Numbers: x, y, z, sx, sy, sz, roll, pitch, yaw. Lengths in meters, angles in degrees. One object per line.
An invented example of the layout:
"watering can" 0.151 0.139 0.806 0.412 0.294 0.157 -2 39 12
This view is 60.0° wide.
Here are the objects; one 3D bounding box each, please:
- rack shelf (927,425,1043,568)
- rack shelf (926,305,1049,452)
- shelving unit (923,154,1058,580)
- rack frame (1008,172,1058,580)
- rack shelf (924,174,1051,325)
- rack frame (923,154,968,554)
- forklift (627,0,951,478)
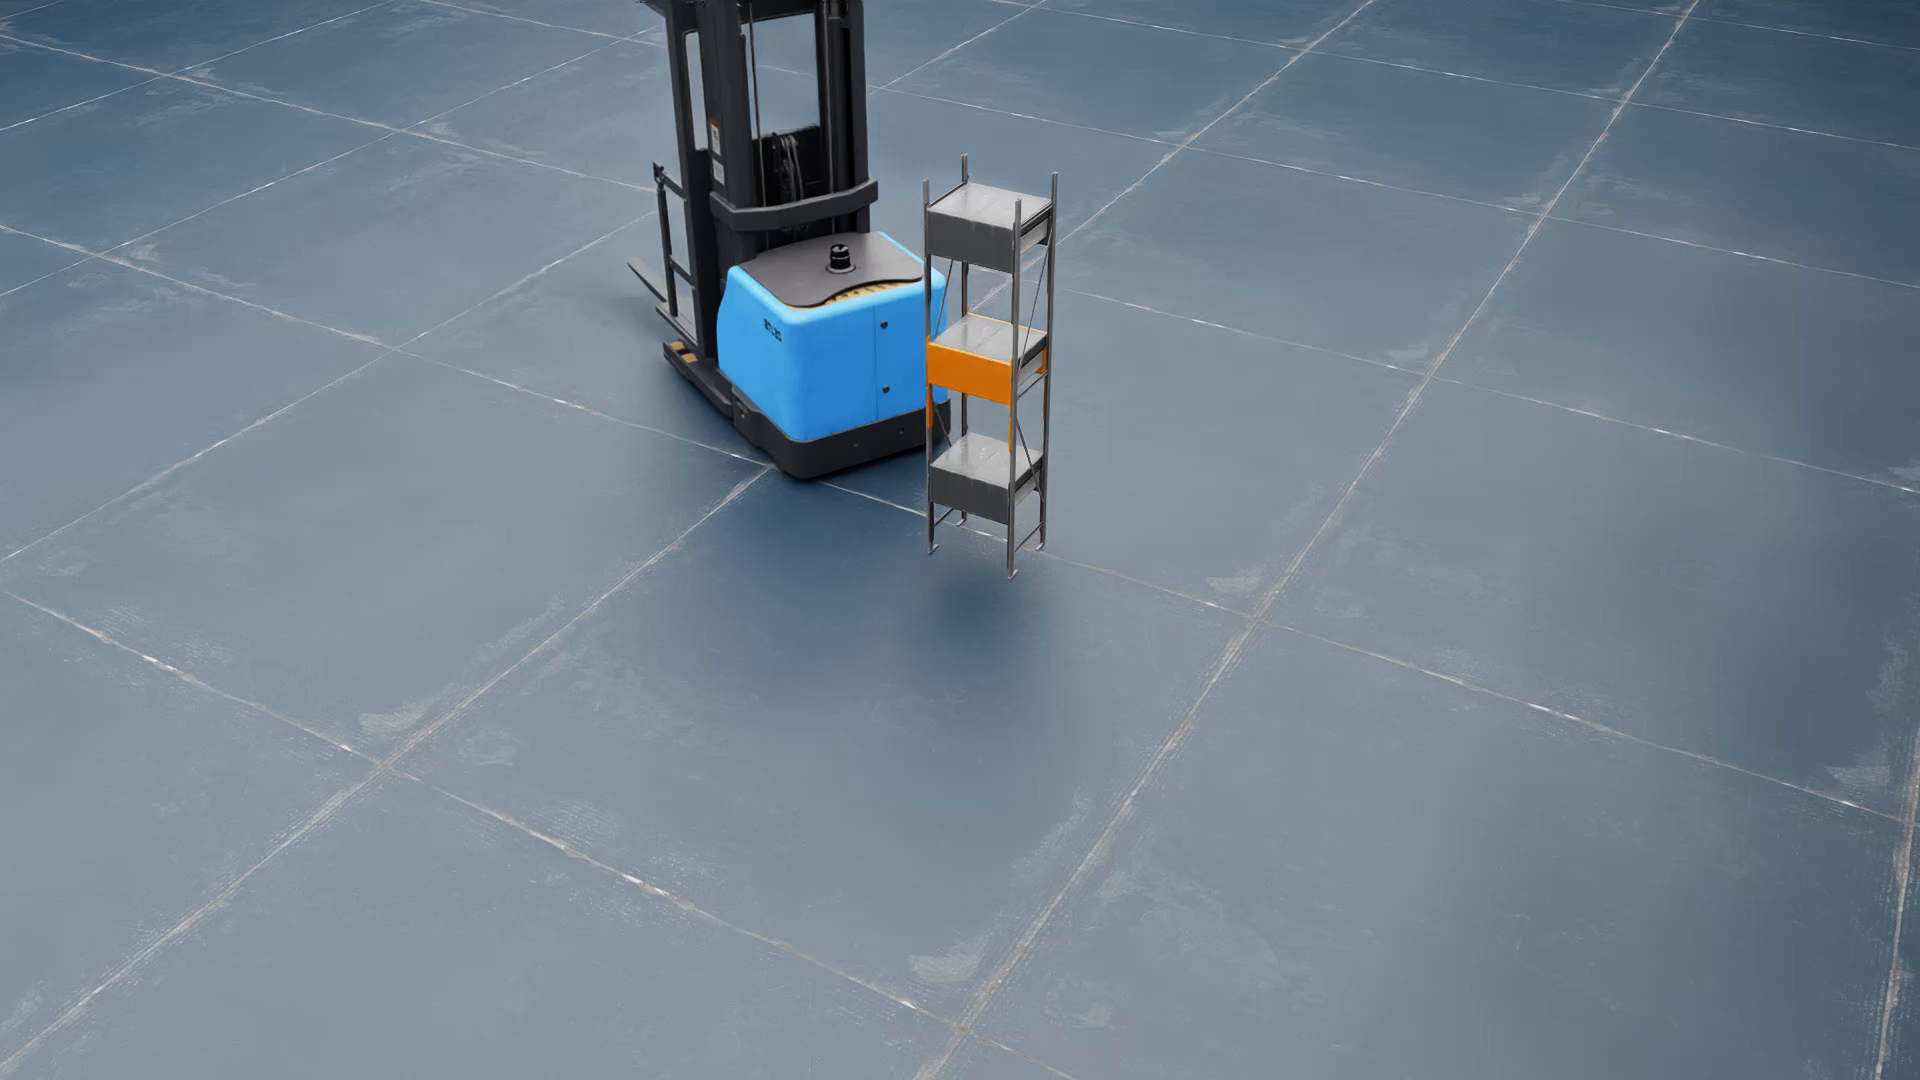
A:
"rack shelf" 0.144 -0.234 8.766 0.480 0.518 0.431 18 37 24
"rack shelf" 0.144 -0.817 8.378 0.480 0.518 0.431 18 37 24
"shelving unit" 0.144 -0.828 8.371 0.503 2.100 0.431 18 37 24
"rack frame" 0.356 -0.761 8.270 0.015 2.100 0.400 18 37 24
"rack shelf" 0.144 -1.400 7.990 0.480 0.518 0.431 18 37 24
"rack frame" -0.068 -0.896 8.471 0.015 2.100 0.400 18 37 24
"forklift" -1.245 -2.355 9.914 1.130 2.935 3.031 -18 38 -25
